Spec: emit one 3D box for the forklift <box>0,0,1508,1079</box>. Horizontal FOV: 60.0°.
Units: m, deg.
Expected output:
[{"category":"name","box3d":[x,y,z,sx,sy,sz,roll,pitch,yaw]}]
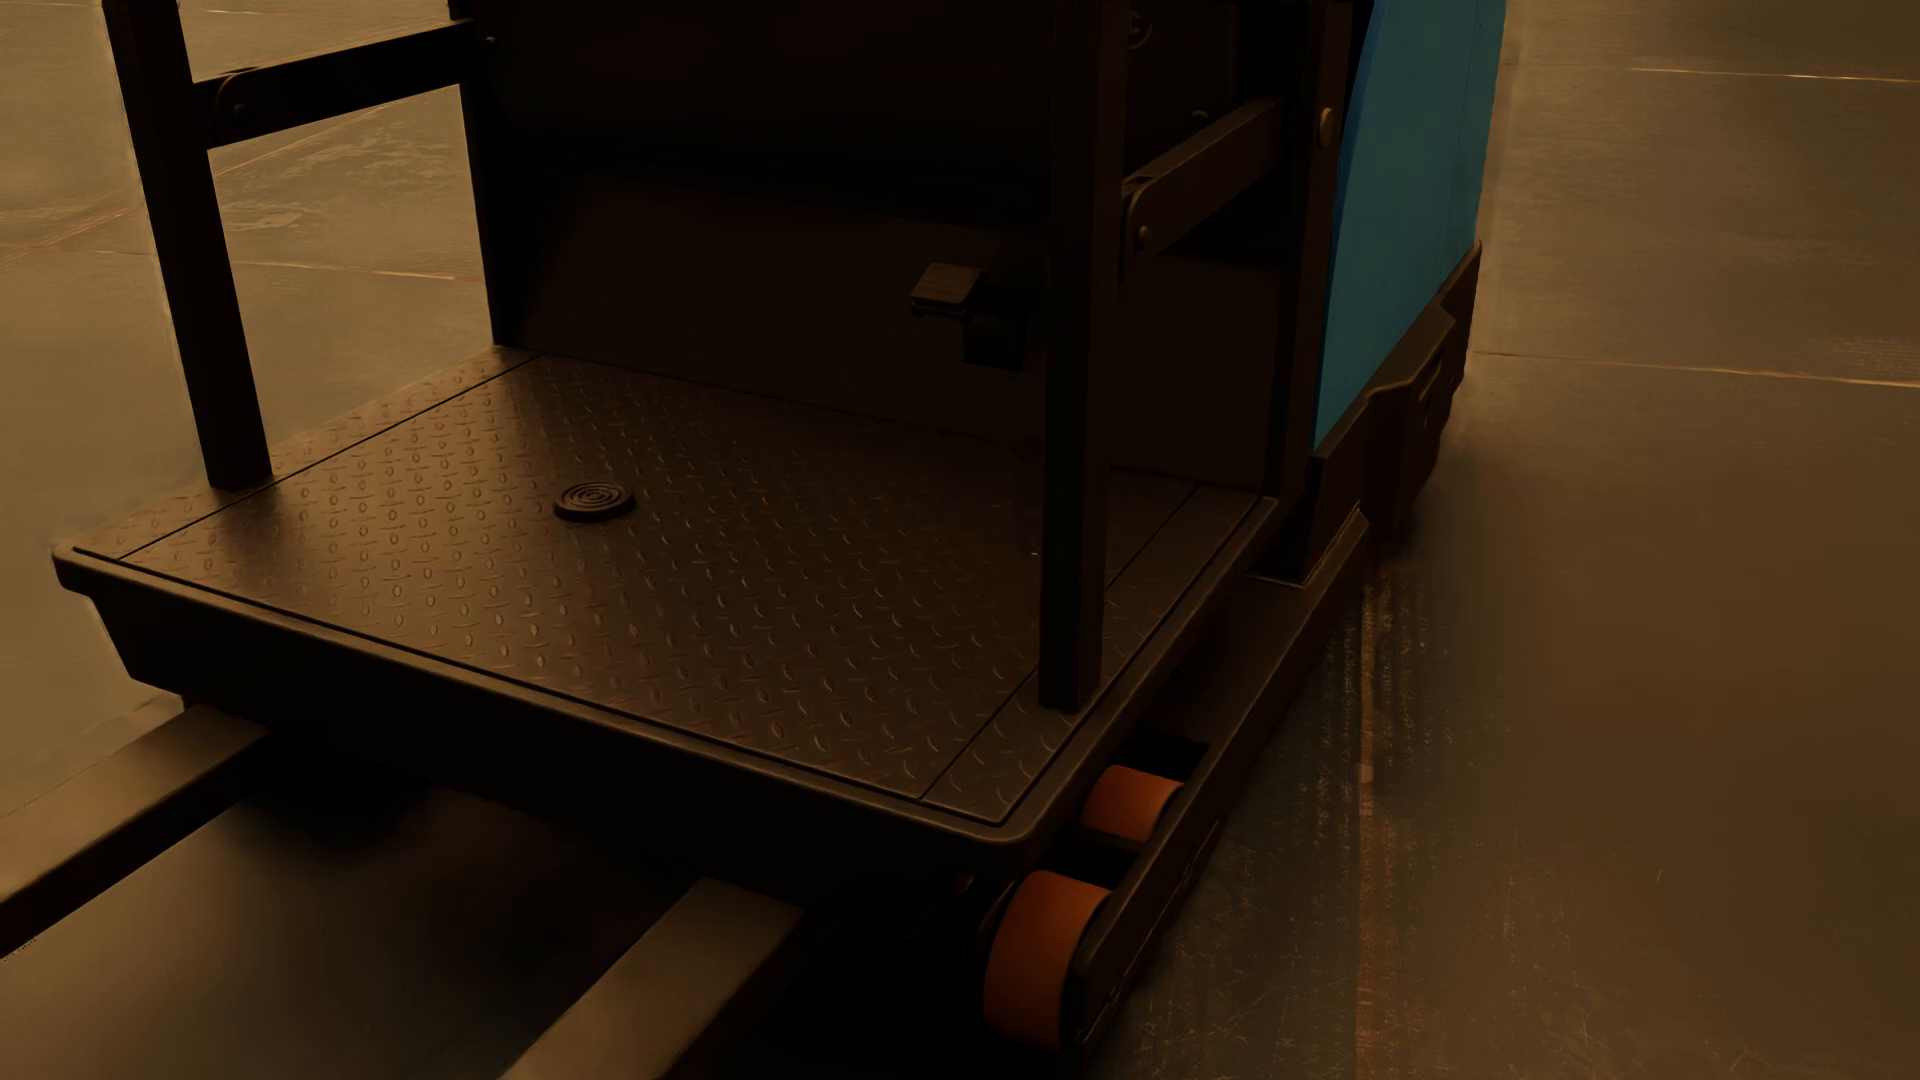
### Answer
[{"category":"forklift","box3d":[-0.230,-1.059,1.344,1.130,2.935,3.031,13,29,24]}]
